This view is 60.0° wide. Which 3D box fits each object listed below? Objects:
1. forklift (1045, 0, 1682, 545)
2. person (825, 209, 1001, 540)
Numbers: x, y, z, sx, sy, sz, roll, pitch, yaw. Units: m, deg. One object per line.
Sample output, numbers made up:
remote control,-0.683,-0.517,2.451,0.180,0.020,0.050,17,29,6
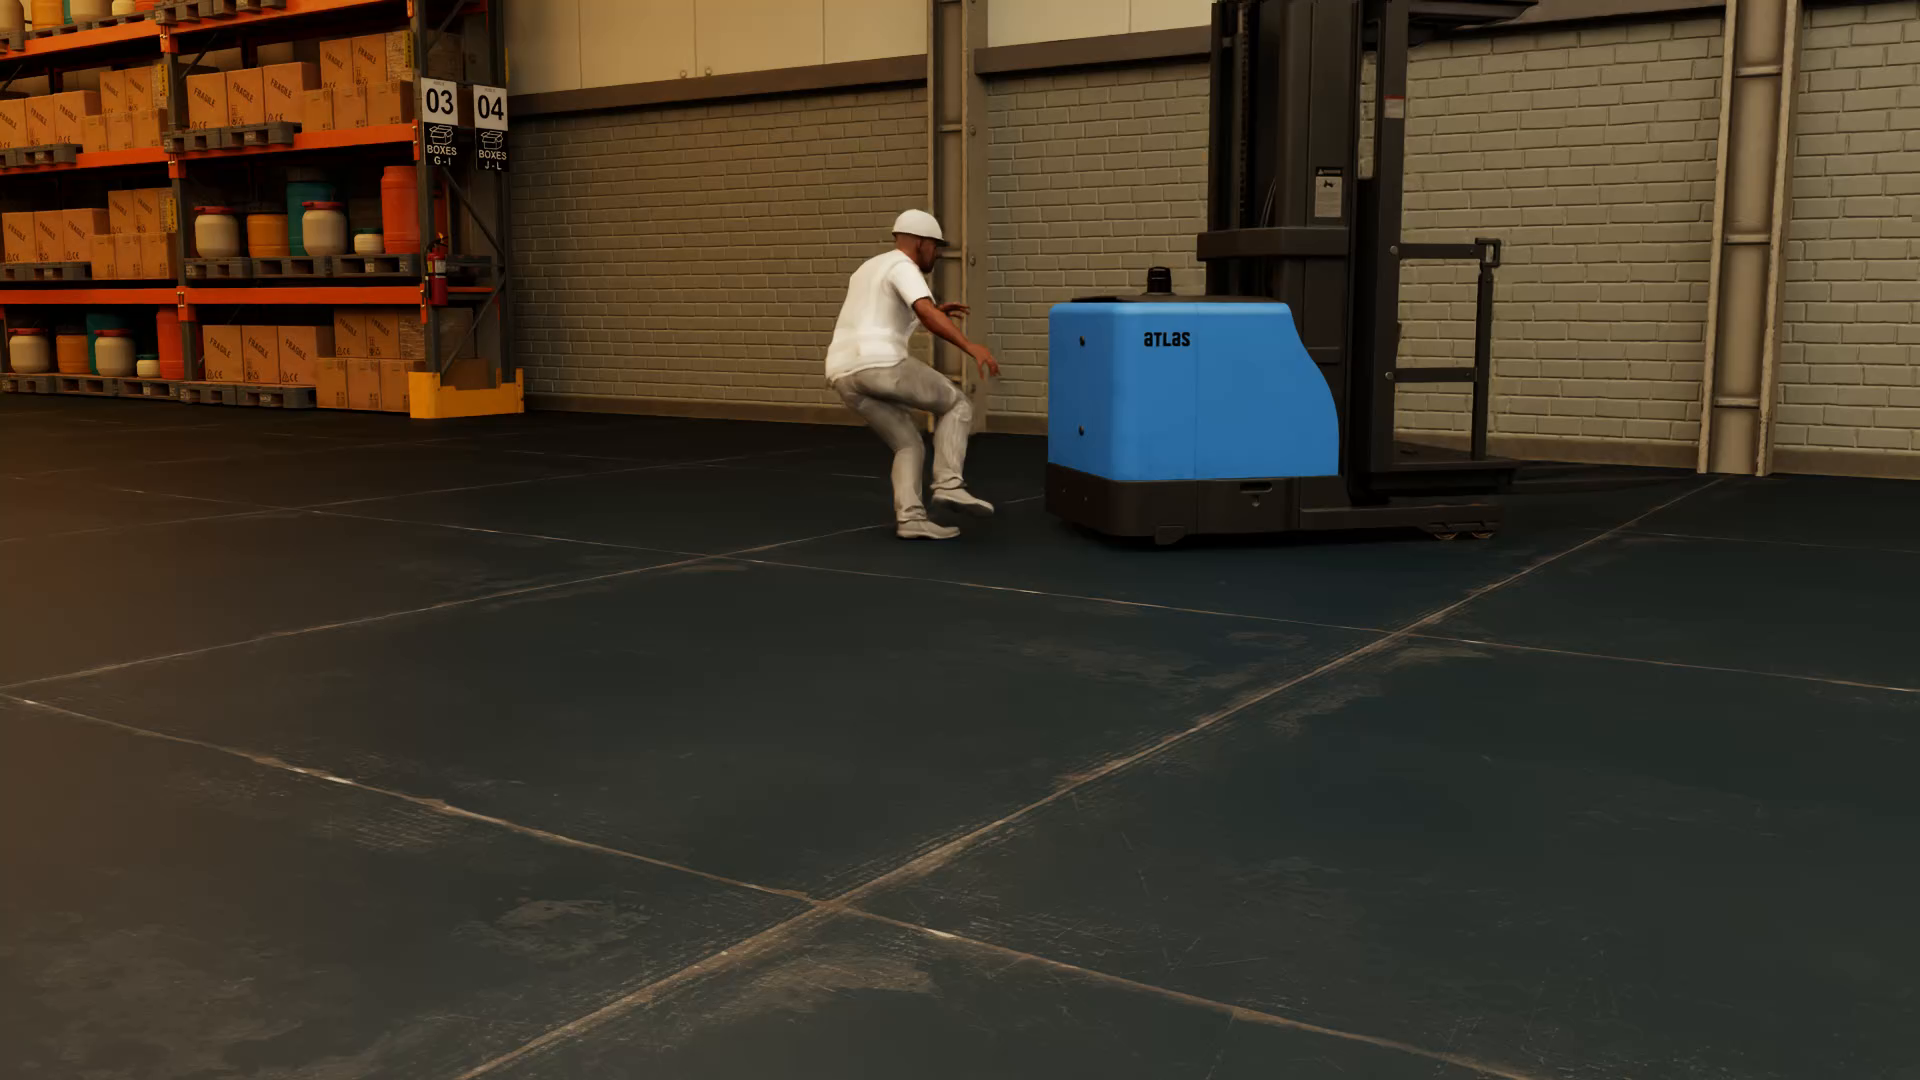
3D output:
forklift,1.988,-1.518,7.869,3.031,2.935,1.130,-2,8,-15
person,-0.166,-0.801,7.905,0.907,1.526,1.018,-7,11,-42
